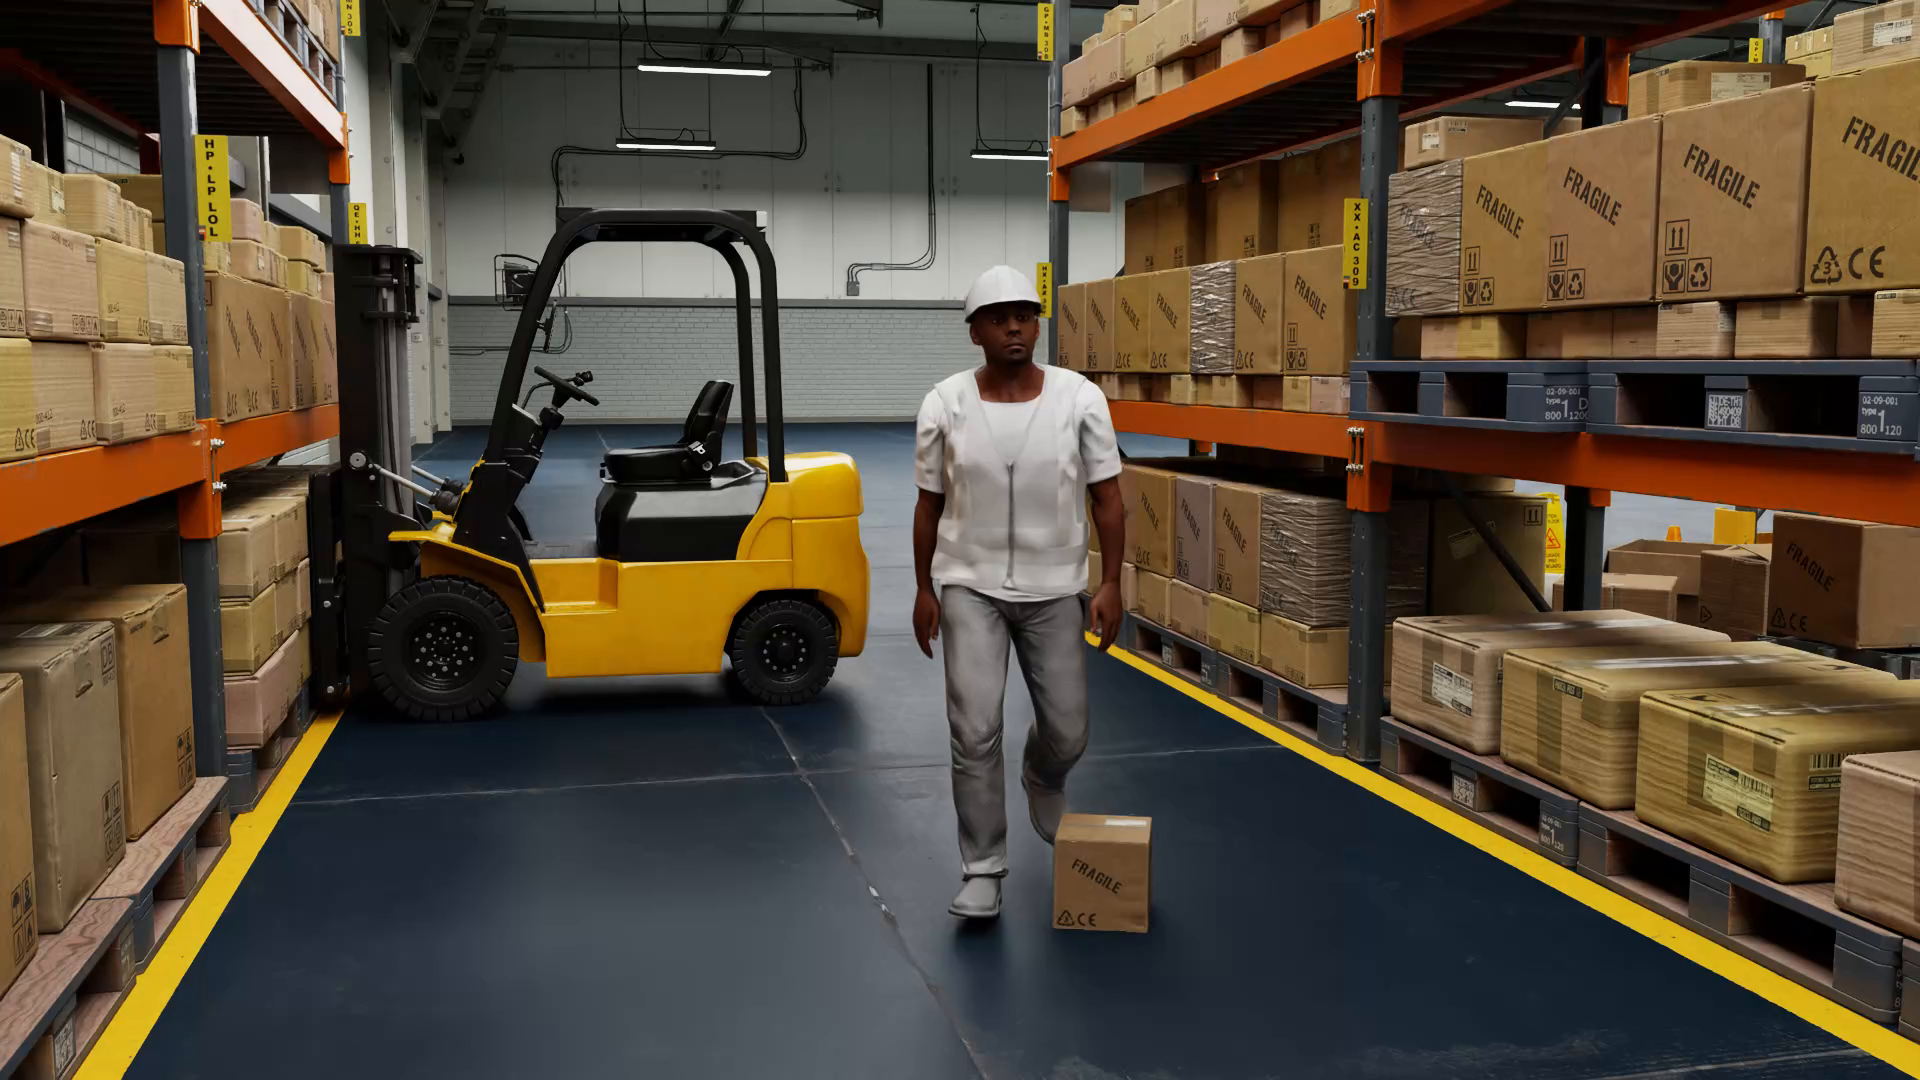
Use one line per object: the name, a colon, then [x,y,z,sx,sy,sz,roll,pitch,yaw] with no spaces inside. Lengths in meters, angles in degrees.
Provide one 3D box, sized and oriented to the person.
person: [0.159,-0.194,4.500,0.587,1.082,0.371,0,6,1]
